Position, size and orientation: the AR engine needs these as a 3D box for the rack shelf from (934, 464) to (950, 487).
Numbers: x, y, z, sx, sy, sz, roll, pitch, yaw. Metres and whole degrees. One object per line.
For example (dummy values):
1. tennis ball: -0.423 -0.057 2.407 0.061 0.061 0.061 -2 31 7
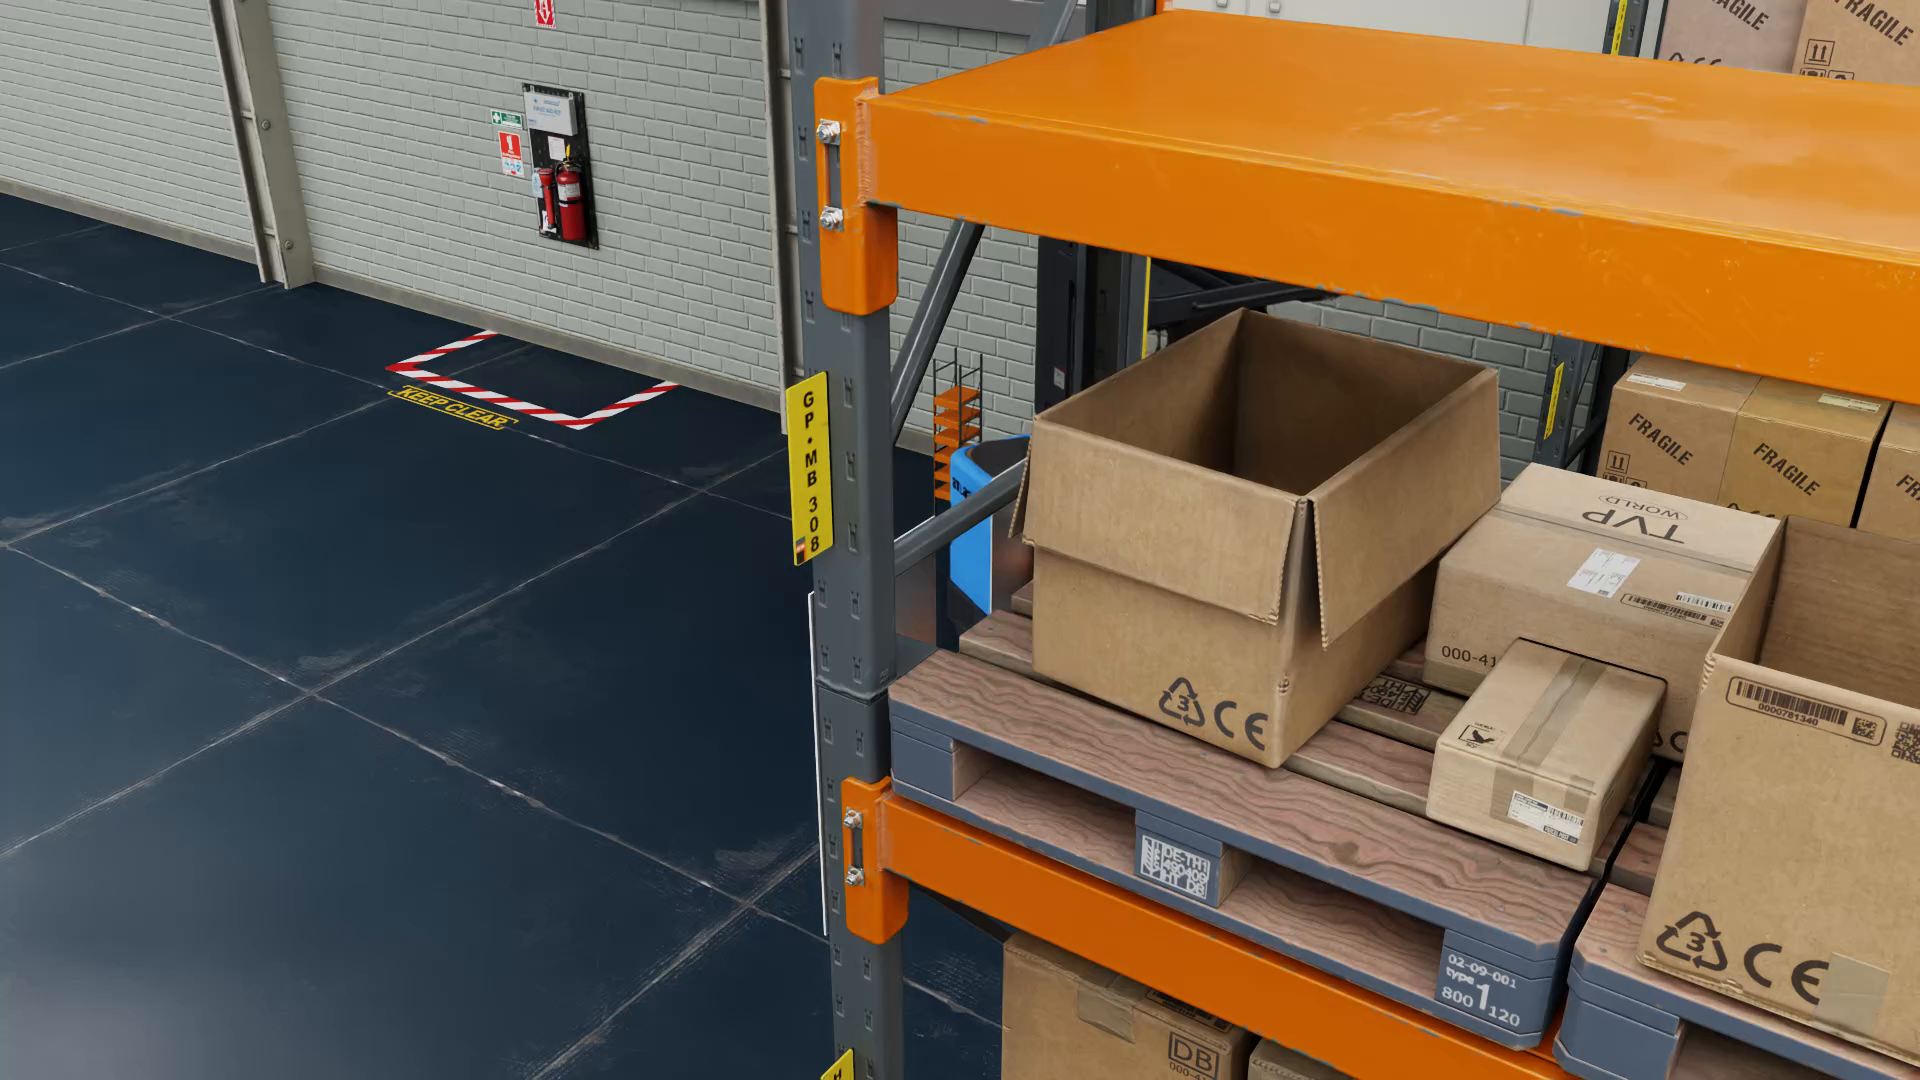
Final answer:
1. rack shelf: -0.012 -0.392 10.060 0.180 0.103 0.258 17 32 30

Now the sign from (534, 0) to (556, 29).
1. sign: -2.978 -3.821 11.895 0.199 0.298 0.001 17 32 30

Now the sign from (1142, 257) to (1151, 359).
1. sign: 0.384 -0.458 3.646 0.005 0.325 0.100 17 32 30

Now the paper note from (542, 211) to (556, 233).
1. paper note: -3.134 -2.427 12.684 0.142 0.148 0.016 17 32 30

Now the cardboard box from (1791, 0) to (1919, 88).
1. cardboard box: 3.432 -1.914 6.162 0.500 0.500 0.500 17 31 30

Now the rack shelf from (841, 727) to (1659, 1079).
1. rack shelf: 1.714 0.935 2.592 4.000 0.370 1.077 17 32 30

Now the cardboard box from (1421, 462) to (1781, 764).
1. cardboard box: 1.164 0.115 2.957 0.500 0.250 0.500 17 32 30

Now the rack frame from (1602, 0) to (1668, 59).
1. rack frame: 2.867 -3.089 6.398 0.127 3.000 1.000 17 32 30

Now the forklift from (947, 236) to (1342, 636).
1. forklift: 1.044 -0.337 7.681 1.130 2.935 3.031 -13 30 -24

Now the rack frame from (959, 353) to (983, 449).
1. rack frame: 0.063 -0.515 9.939 0.006 1.200 0.240 17 32 30

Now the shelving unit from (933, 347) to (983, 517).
1. shelving unit: -0.012 -0.538 9.985 0.189 1.200 0.258 17 32 30

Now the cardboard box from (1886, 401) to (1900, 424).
1. cardboard box: 3.785 -0.517 7.276 0.500 0.500 0.500 18 32 31

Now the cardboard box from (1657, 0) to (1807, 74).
1. cardboard box: 3.047 -2.062 6.452 0.500 0.500 0.500 15 31 27

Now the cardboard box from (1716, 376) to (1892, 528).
1. cardboard box: 3.492 -0.326 6.900 0.500 0.500 0.500 17 32 30

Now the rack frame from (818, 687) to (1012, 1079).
1. rack frame: 0.065 1.438 4.118 0.127 3.000 1.000 17 32 30

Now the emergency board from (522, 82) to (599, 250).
1. emergency board: -3.027 -2.749 12.344 0.643 1.169 0.194 17 32 30

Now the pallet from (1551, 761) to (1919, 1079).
1. pallet: 1.643 0.644 2.467 1.213 0.211 1.003 17 32 30

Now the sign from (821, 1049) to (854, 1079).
1. sign: -0.254 1.222 3.499 0.005 0.325 0.100 17 32 30

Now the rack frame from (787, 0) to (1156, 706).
1. rack frame: 0.065 -1.236 2.757 0.127 3.000 1.000 17 32 30

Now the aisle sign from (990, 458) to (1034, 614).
1. aisle sign: 0.178 0.152 3.777 0.004 0.787 0.394 17 32 30

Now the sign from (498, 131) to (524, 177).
1. sign: -3.425 -2.945 12.691 0.234 0.329 0.001 17 32 30

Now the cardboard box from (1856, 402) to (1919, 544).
1. cardboard box: 3.914 -0.191 6.635 0.500 0.500 0.500 16 31 29

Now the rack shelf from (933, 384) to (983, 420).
1. rack shelf: -0.012 -0.820 9.842 0.180 0.103 0.258 17 32 30

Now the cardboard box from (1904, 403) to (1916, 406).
1. cardboard box: 4.214 -0.386 7.018 0.500 0.500 0.500 16 31 29

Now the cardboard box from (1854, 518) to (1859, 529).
1. cardboard box: 3.526 0.015 7.058 0.500 0.250 0.500 16 31 29

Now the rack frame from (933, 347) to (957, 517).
1. rack frame: -0.087 -0.562 10.031 0.006 1.200 0.240 17 32 30

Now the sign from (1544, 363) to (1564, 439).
1. sign: 2.560 -0.598 7.164 0.005 0.325 0.100 17 32 30

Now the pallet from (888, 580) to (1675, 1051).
1. pallet: 0.634 0.331 3.082 1.213 0.211 1.003 17 32 30

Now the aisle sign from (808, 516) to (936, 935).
1. aisle sign: -0.162 0.377 3.337 0.004 0.787 0.394 17 32 30

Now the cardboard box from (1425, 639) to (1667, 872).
1. cardboard box: 0.935 0.331 2.645 0.250 0.149 0.380 17 32 30

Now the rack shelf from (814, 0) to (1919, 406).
1. rack shelf: 1.714 -0.224 2.002 4.000 0.370 1.077 17 32 30

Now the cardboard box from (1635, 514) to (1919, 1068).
1. cardboard box: 1.280 0.335 2.249 0.500 0.500 0.500 17 32 30

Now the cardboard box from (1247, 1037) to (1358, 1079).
1. cardboard box: 0.923 1.086 3.268 0.500 0.500 0.700 16 31 29

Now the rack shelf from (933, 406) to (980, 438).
1. rack shelf: -0.012 -0.713 9.896 0.180 0.103 0.258 17 32 30

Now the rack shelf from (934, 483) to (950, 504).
1. rack shelf: -0.012 -0.285 10.114 0.180 0.103 0.258 17 32 30

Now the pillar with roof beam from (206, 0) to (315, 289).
1. pillar with roof beam: -8.395 -4.705 9.573 0.400 9.000 9.100 17 32 30

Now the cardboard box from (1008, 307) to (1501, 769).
1. cardboard box: 0.537 -0.046 2.994 0.637 0.503 0.797 20 33 34

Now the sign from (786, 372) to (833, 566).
1. sign: -0.254 -0.118 2.817 0.005 0.325 0.100 17 32 30

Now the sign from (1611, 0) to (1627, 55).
1. sign: 2.560 -1.939 6.482 0.005 0.325 0.100 17 32 30

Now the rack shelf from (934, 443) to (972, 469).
1. rack shelf: -0.012 -0.499 10.005 0.180 0.103 0.258 17 32 30

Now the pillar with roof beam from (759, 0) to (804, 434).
1. pillar with roof beam: -3.449 -3.164 6.546 0.400 9.000 9.100 17 32 30

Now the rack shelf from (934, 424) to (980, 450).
1. rack shelf: -0.012 -0.606 9.951 0.180 0.103 0.258 17 32 30

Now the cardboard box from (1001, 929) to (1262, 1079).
1. cardboard box: 0.487 0.953 3.530 0.500 0.500 0.700 17 32 30

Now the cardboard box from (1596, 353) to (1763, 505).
1. cardboard box: 3.090 -0.457 7.157 0.500 0.500 0.500 17 32 30

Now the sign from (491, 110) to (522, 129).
1. sign: -3.426 -3.177 12.561 0.331 0.109 0.001 17 32 30

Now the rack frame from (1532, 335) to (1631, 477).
1. rack frame: 2.867 -0.415 7.759 0.127 3.000 1.000 17 32 30
